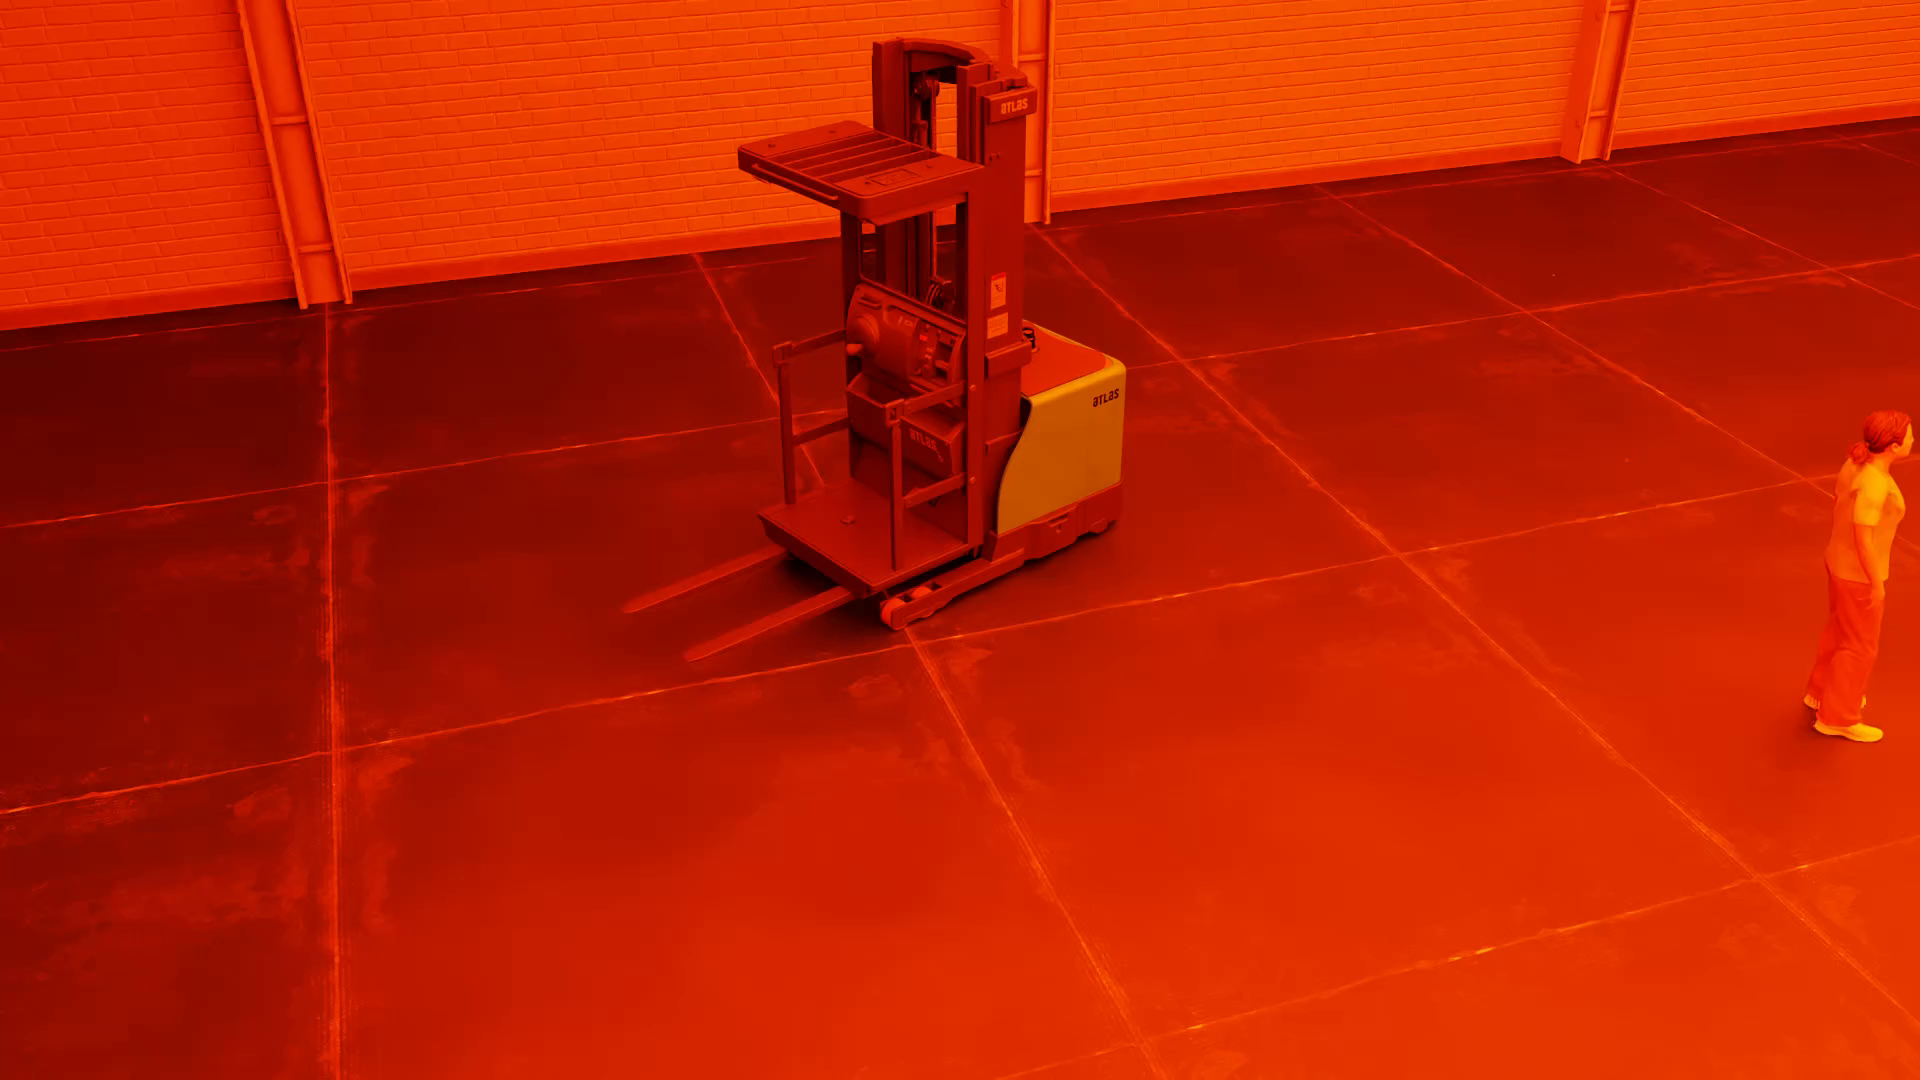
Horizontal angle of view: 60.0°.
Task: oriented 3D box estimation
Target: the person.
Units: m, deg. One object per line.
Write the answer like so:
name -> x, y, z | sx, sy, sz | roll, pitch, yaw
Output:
person -> 4.399, 0.158, 8.083 | 0.482, 1.687, 0.538 | 7, 31, 11

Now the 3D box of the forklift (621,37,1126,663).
forklift -> -0.461, -1.072, 8.951 | 3.031, 2.935, 1.130 | -23, 37, -34
